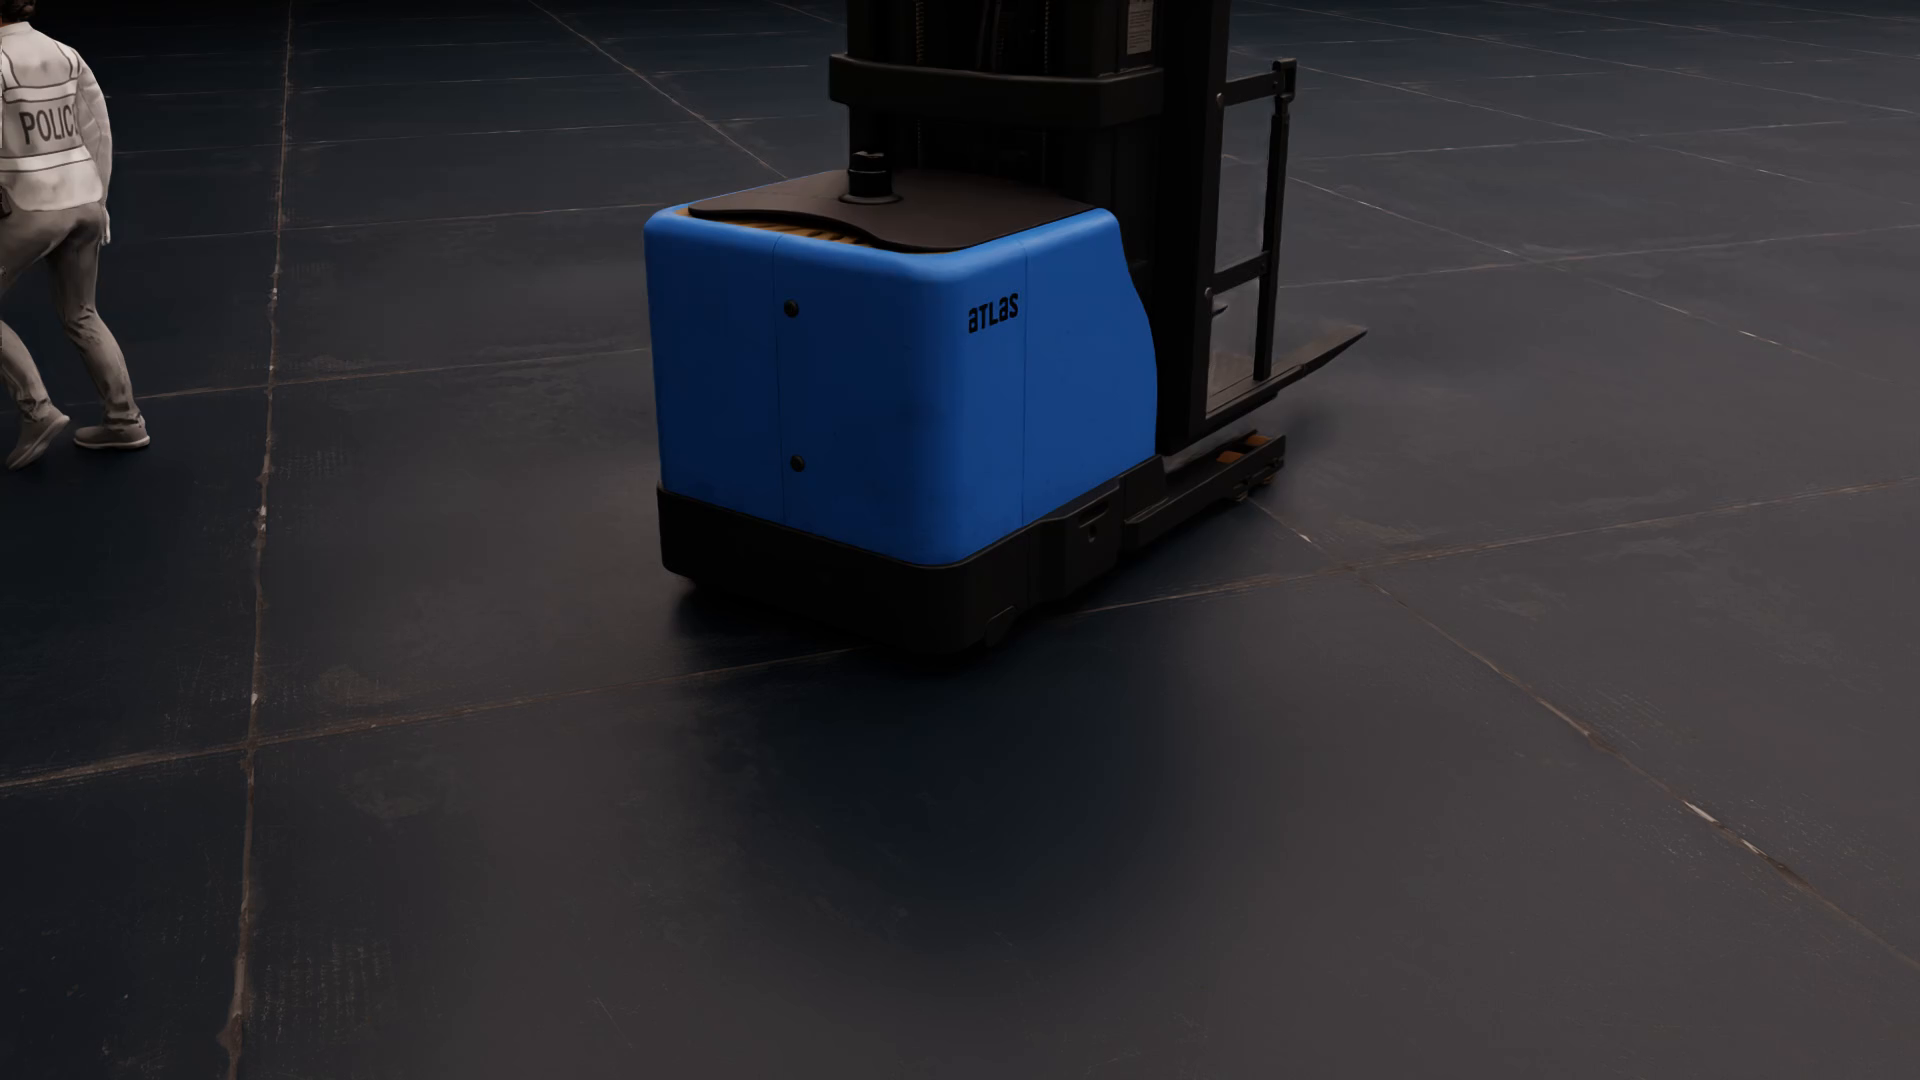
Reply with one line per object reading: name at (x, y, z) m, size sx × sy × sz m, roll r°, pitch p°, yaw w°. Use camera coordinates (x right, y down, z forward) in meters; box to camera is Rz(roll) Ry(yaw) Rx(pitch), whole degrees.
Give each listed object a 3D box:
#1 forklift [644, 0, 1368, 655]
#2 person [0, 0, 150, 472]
forklift at (0.425, -1.572, 5.036) m, size 1.130 × 2.935 × 3.031 m, roll 16°, pitch 27°, yaw 33°
person at (-3.091, -1.068, 5.515) m, size 0.450 × 1.671 × 0.599 m, roll 6°, pitch 24°, yaw 14°
